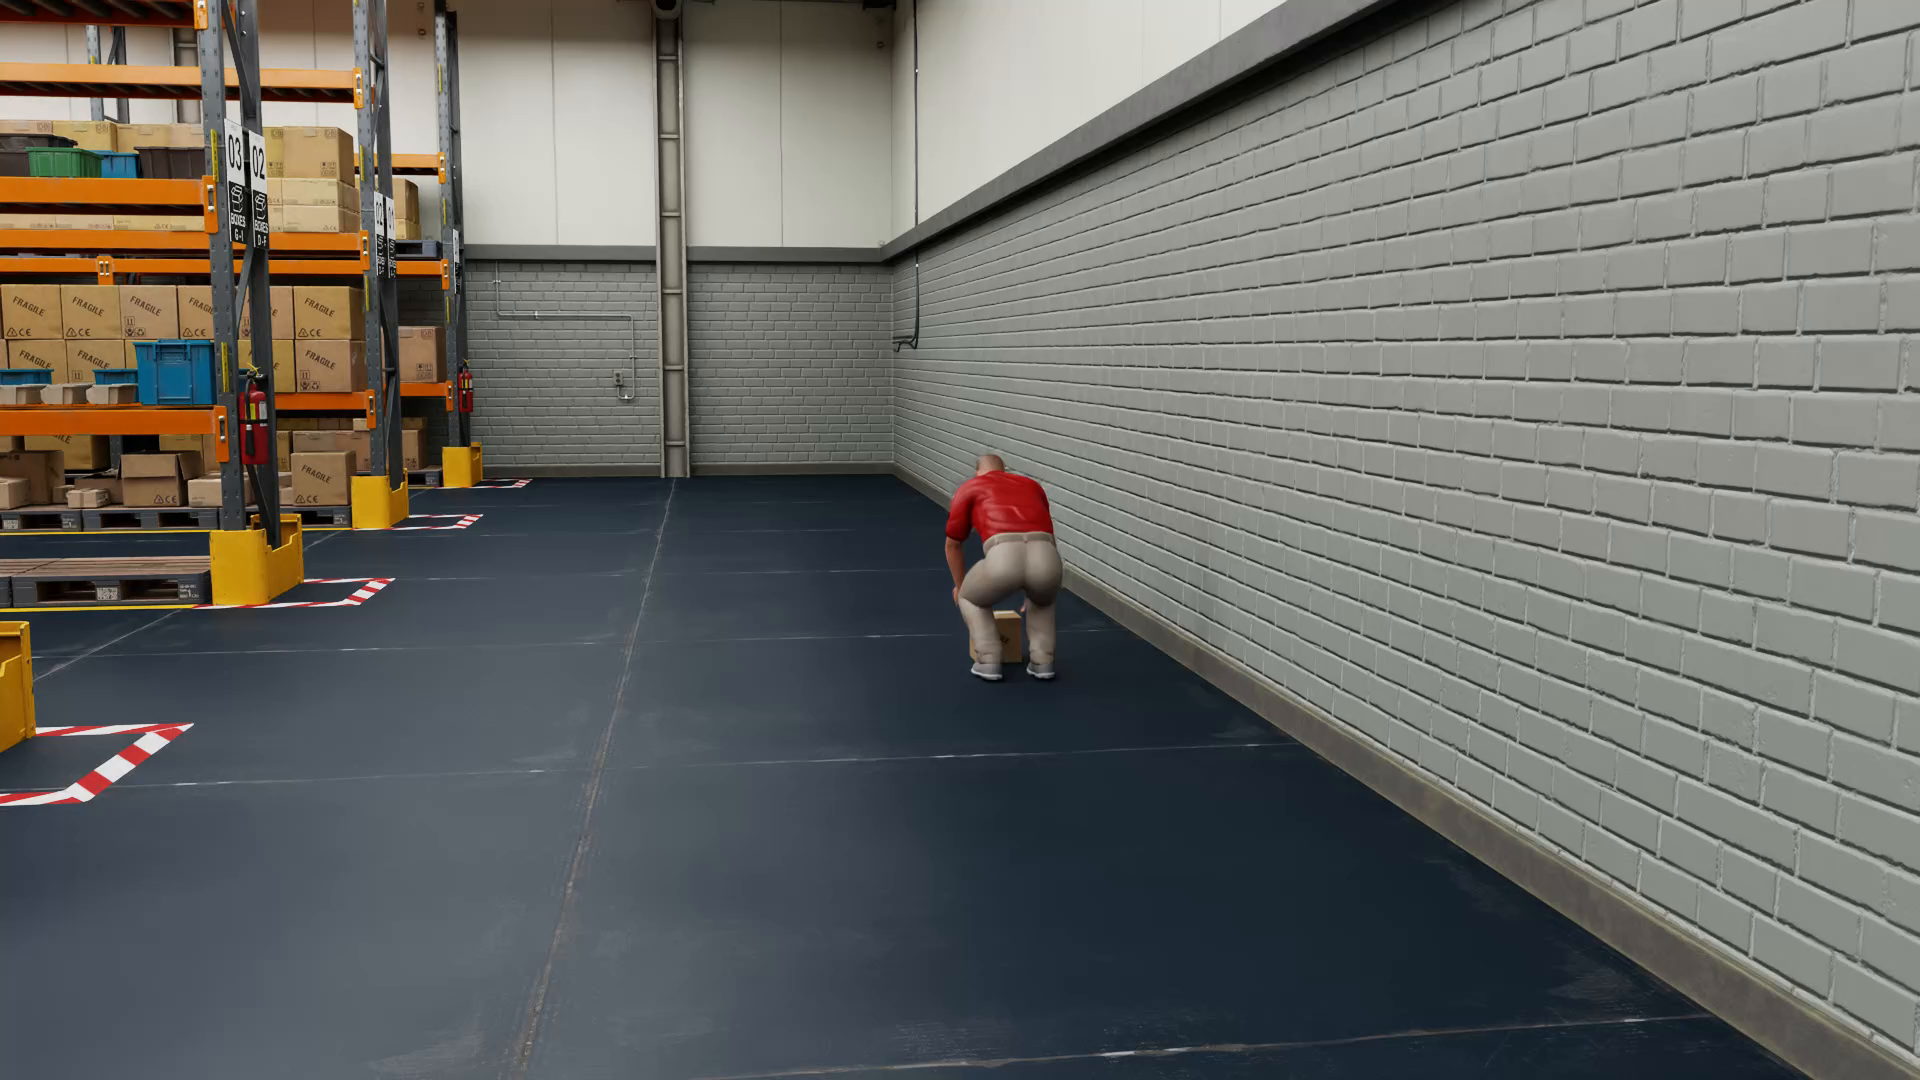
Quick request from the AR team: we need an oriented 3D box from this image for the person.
[{"bbox_3d":[0.232,0.138,8.701,0.577,1.142,0.823,-1,7,-9],"label":"person"}]
